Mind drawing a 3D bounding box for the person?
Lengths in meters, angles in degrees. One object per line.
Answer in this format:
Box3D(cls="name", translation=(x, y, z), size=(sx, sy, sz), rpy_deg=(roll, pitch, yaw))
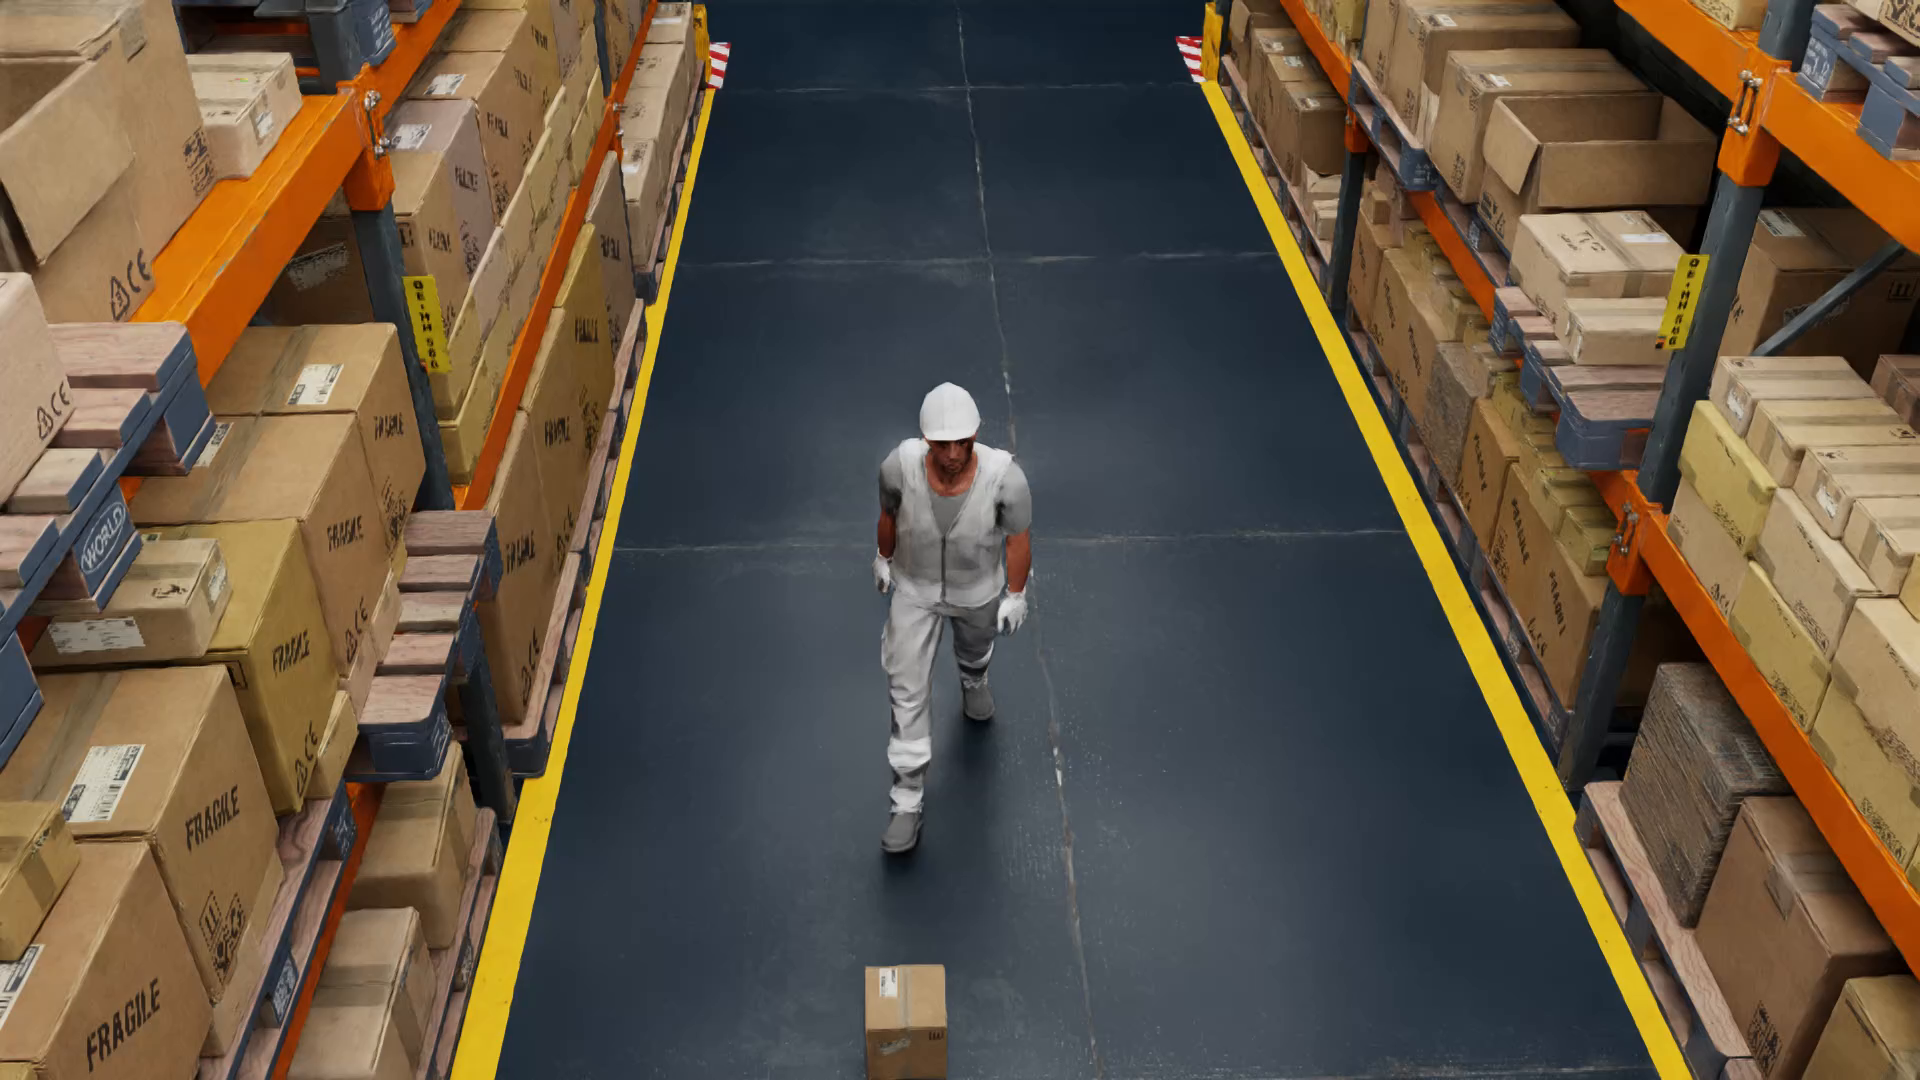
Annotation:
Box3D(cls="person", translation=(-0.042, 0.188, 5.886), size=(0.581, 1.708, 1.102), rpy_deg=(1, 35, 2))
